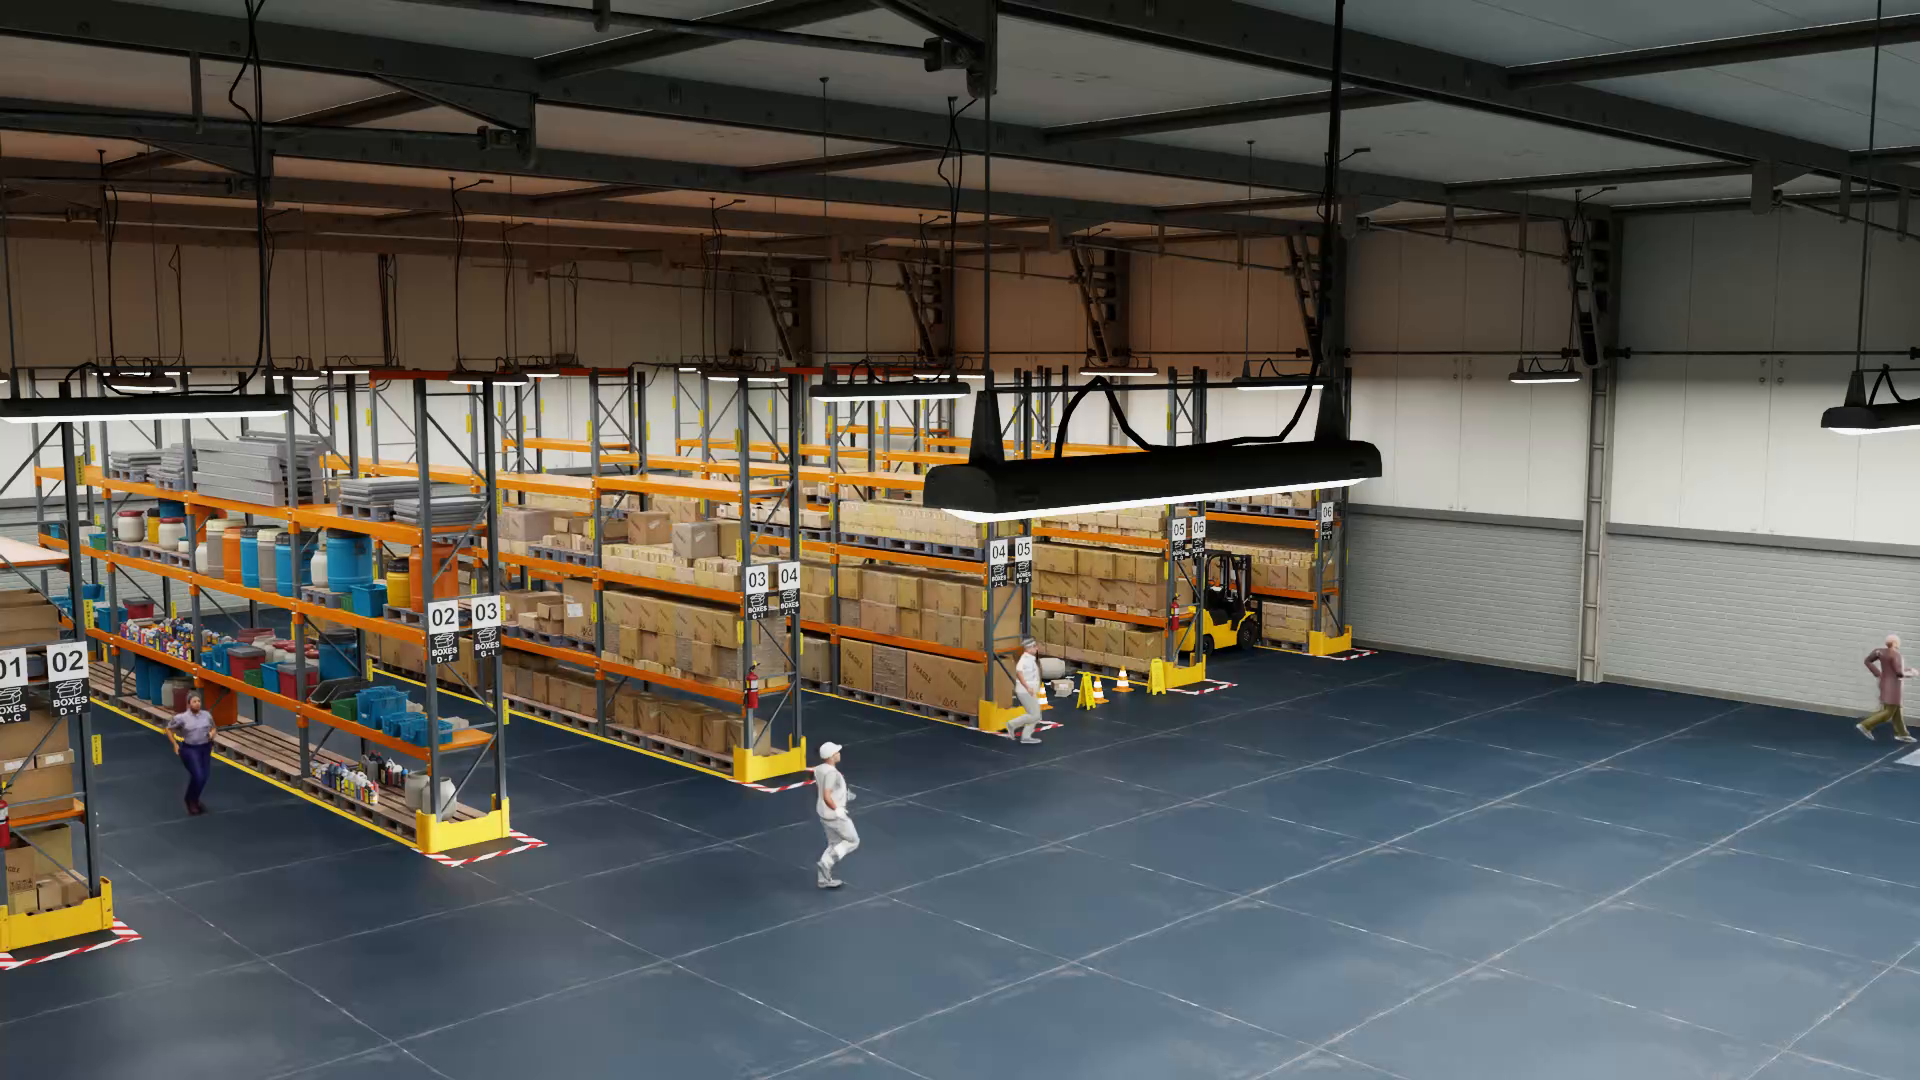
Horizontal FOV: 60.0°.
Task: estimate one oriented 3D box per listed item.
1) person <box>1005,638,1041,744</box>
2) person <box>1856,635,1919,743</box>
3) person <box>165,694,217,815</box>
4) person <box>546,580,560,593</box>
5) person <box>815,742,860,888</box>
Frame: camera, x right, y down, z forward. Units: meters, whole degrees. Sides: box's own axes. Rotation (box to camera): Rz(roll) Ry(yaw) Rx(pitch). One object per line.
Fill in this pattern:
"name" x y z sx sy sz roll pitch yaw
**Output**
"person" 1.018 2.435 26.981 0.581 1.722 0.678 0 6 0
"person" 14.985 2.407 26.800 1.049 1.781 0.710 0 6 1
"person" -10.506 3.041 22.899 0.672 1.463 0.577 4 8 35
"person" -10.231 0.802 41.641 0.673 1.717 0.674 -5 8 -37
"person" -1.465 3.243 19.689 0.581 1.740 0.652 -3 7 -27
